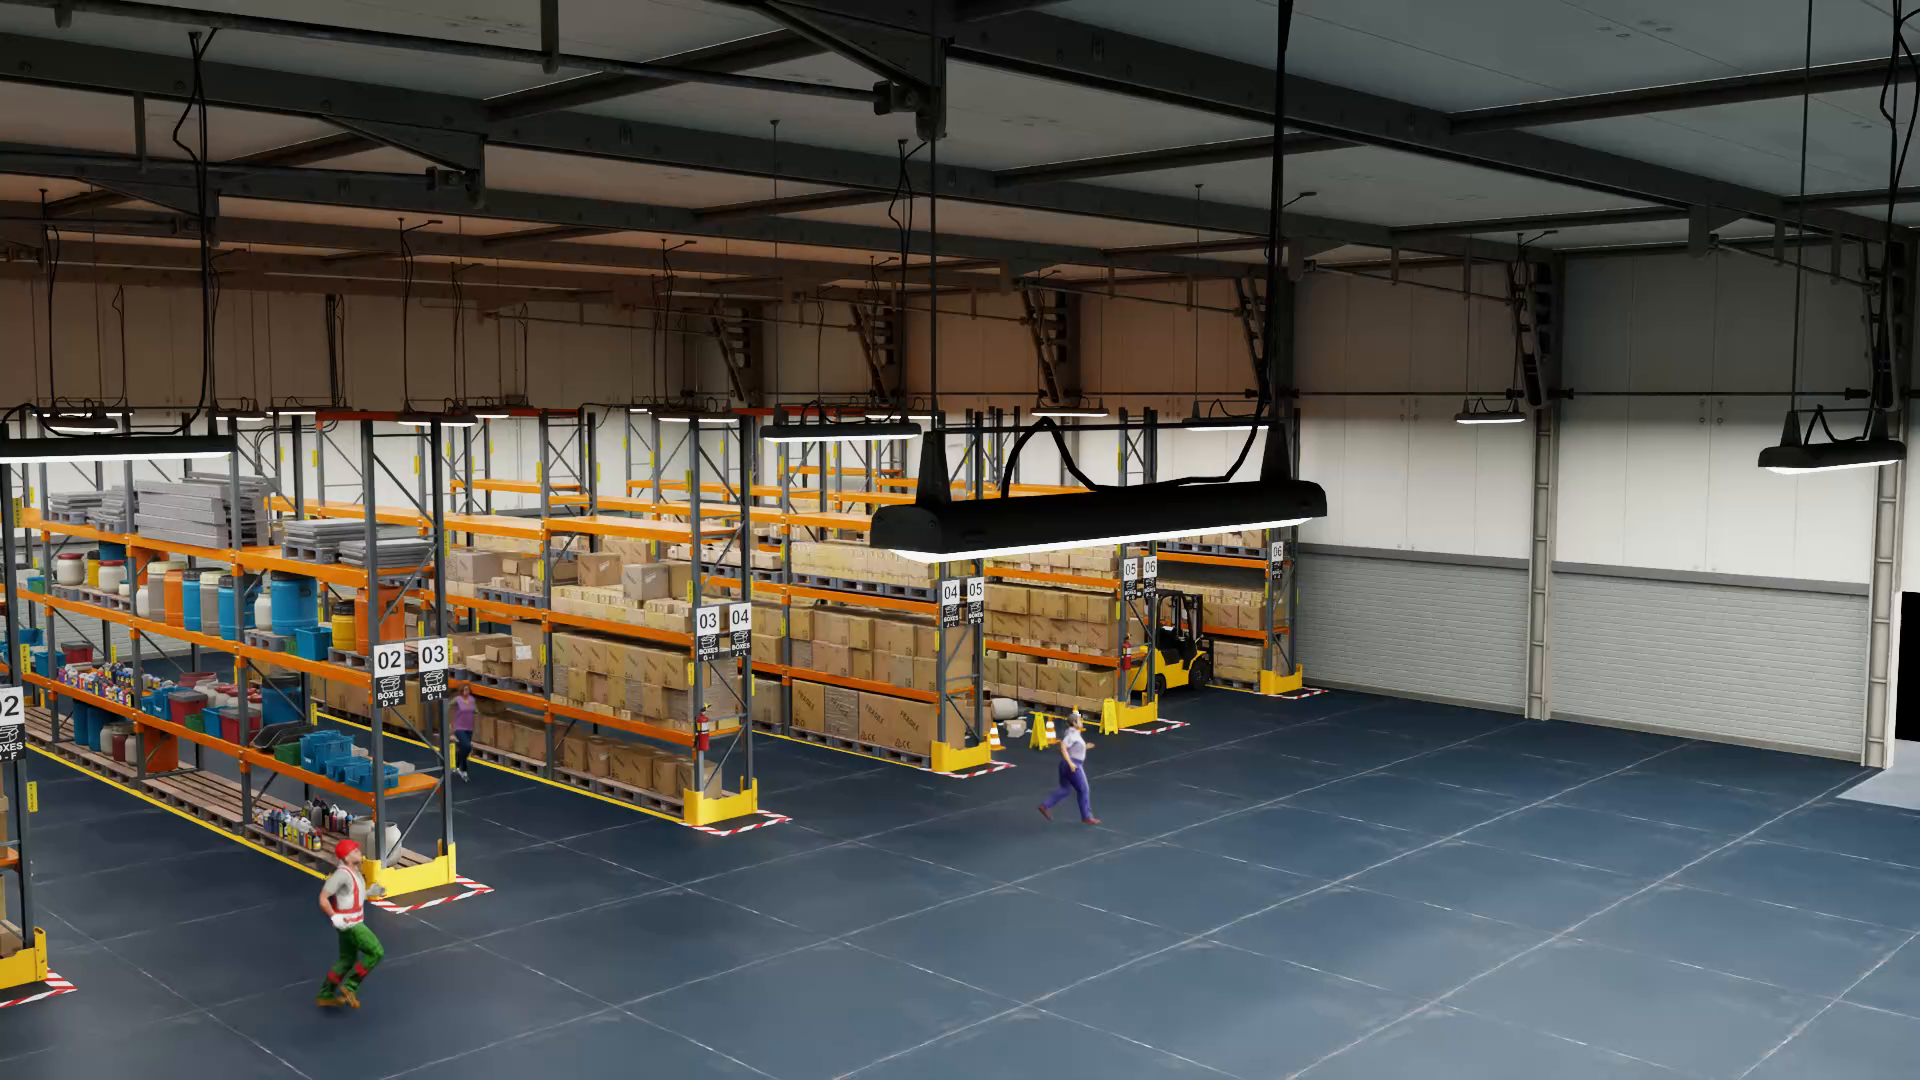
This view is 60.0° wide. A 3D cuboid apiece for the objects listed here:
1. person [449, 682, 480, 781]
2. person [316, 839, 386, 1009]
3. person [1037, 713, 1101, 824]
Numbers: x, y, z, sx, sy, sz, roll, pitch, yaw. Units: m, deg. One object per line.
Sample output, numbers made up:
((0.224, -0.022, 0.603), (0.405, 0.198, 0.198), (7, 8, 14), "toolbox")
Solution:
((-8.111, 3.127, 27.189), (0.761, 1.615, 0.499), (4, 6, 38), "person")
((-6.261, 3.931, 17.068), (0.707, 1.745, 0.644), (-1, 5, -15), "person")
((1.604, 3.339, 24.277), (0.936, 1.637, 0.604), (-1, 5, -11), "person")
